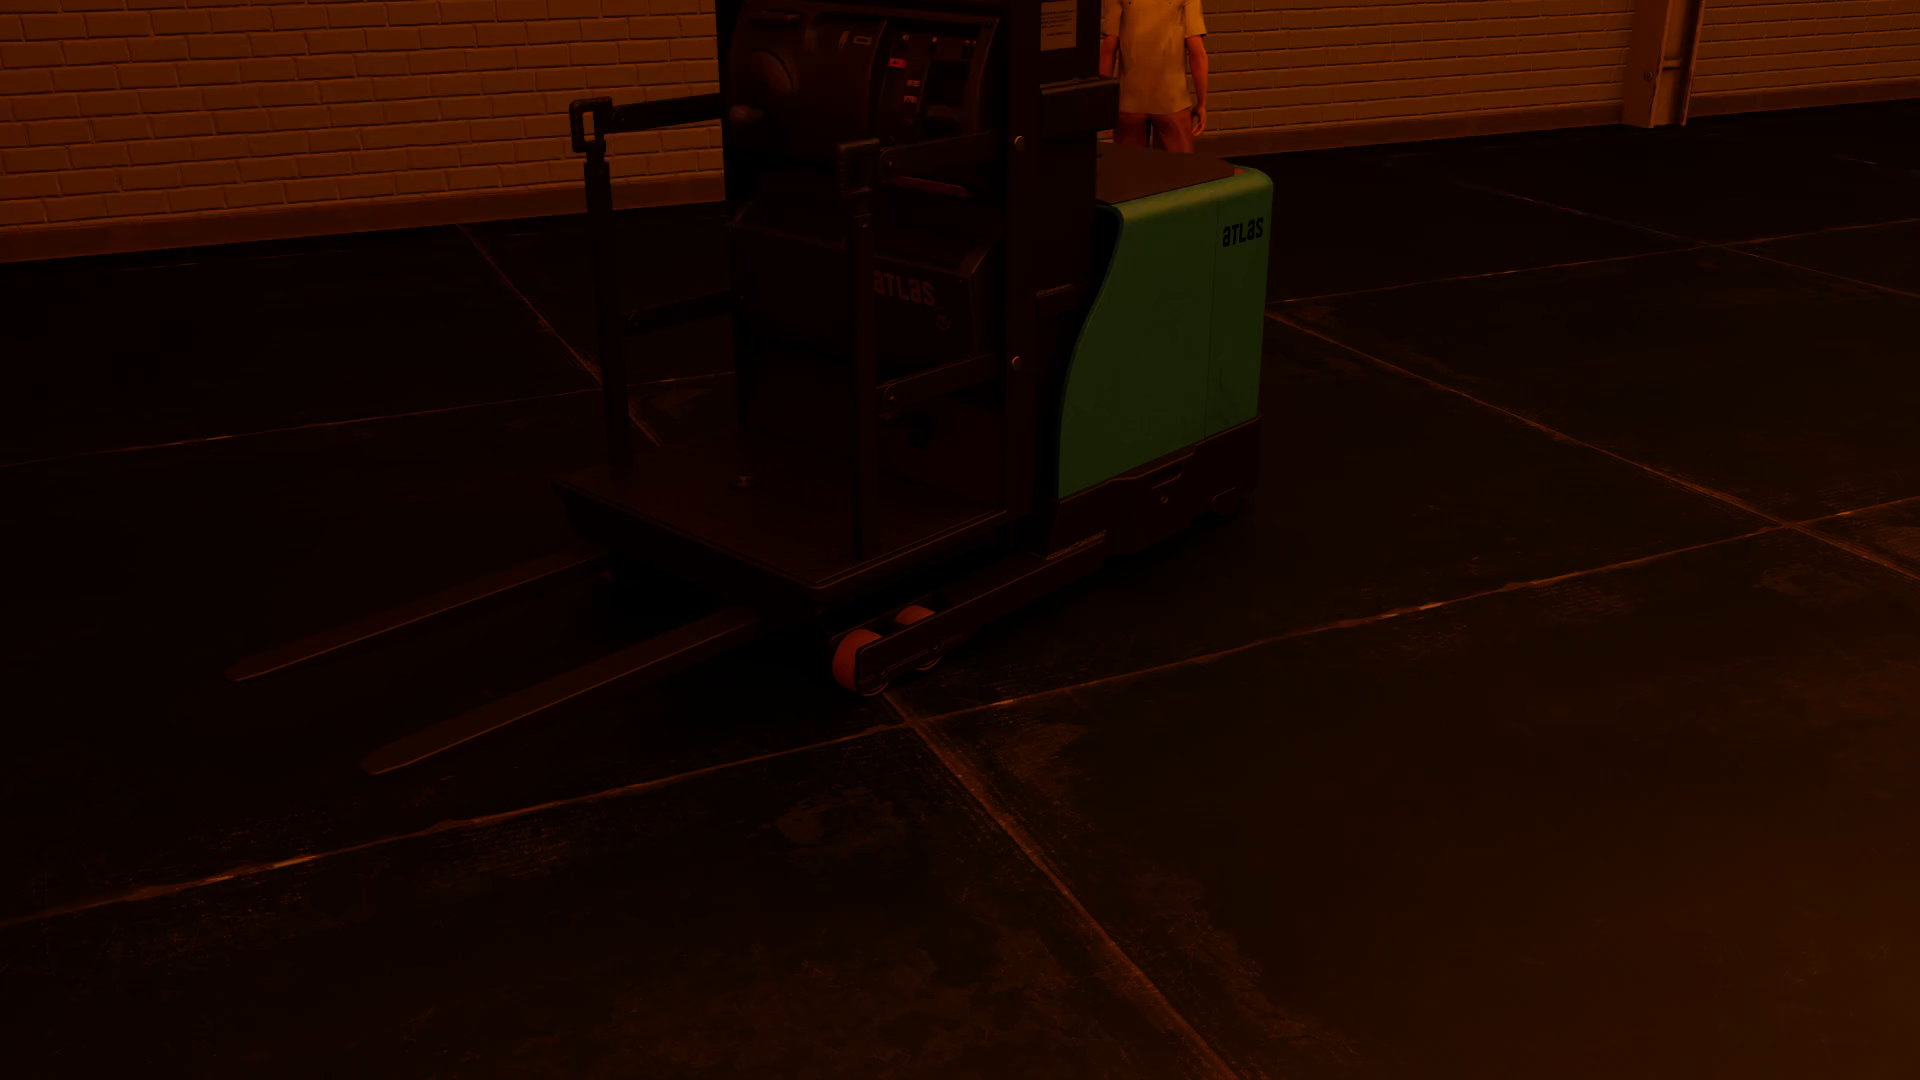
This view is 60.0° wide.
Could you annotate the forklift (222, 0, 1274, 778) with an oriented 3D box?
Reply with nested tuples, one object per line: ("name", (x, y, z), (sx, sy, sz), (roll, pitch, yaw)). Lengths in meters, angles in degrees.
("forklift", (-0.413, -1.182, 4.131), (1.130, 2.935, 3.031), (19, 29, 39))

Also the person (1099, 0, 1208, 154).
("person", (0.896, -1.984, 7.703), (0.521, 1.672, 0.360), (6, 23, 13))
